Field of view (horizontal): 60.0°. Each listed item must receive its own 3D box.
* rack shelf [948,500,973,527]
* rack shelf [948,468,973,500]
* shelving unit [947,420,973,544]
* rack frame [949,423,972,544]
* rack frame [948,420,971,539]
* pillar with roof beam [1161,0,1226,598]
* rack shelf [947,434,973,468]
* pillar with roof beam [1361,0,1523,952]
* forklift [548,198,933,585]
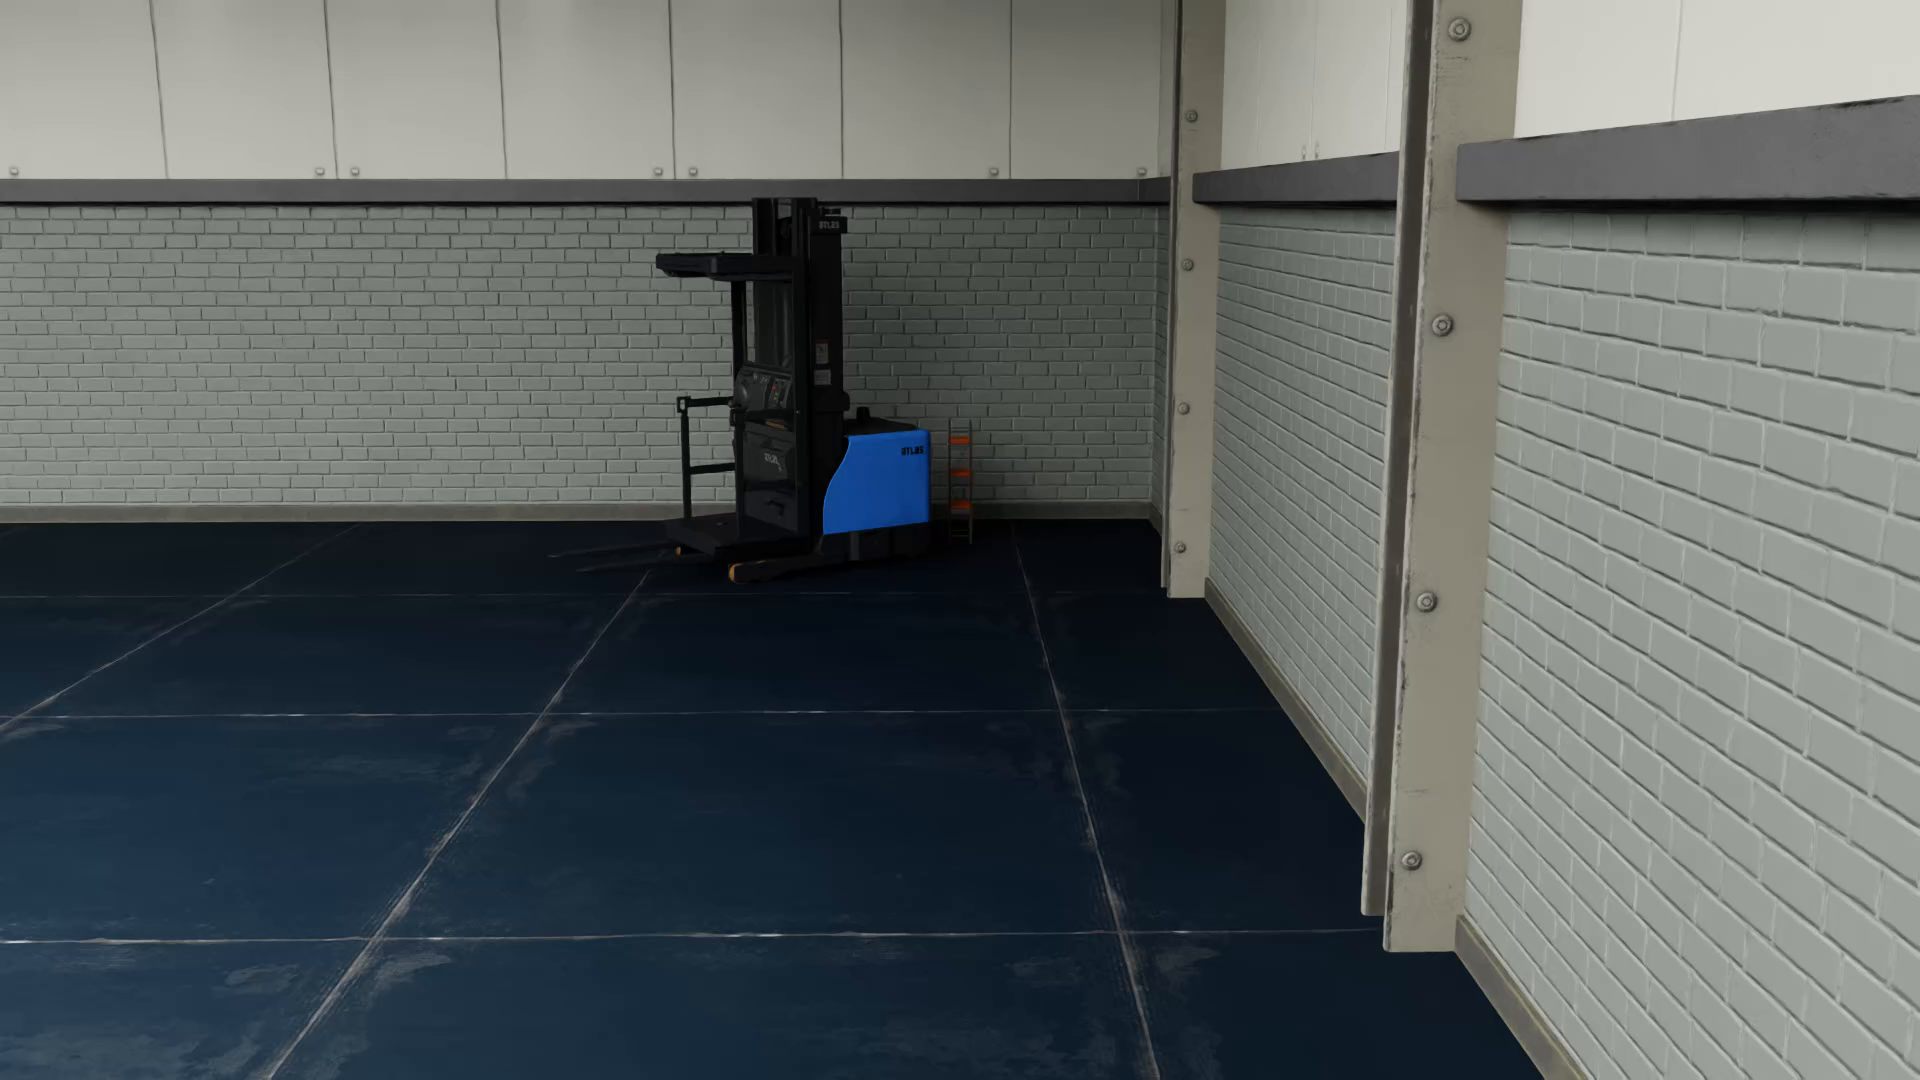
[{"bbox_3d":[0.001,-0.221,14.460,0.215,0.259,0.240,0,11,-1],"label":"rack shelf"},{"bbox_3d":[0.001,-0.494,14.404,0.215,0.259,0.240,0,11,-1],"label":"rack shelf"},{"bbox_3d":[0.001,-0.504,14.402,0.215,1.050,0.252,0,11,-1],"label":"shelving unit"},{"bbox_3d":[0.004,-0.480,14.283,0.200,1.050,0.008,0,11,-1],"label":"rack frame"},{"bbox_3d":[-0.001,-0.528,14.522,0.200,1.050,0.008,0,11,-1],"label":"rack frame"},{"bbox_3d":[-2.598,-4.002,11.651,9.100,9.000,0.400,0,11,-1],"label":"pillar with roof beam"},{"bbox_3d":[0.001,-0.772,14.348,0.215,0.259,0.240,0,11,-1],"label":"rack shelf"},{"bbox_3d":[-2.474,-2.809,5.772,9.100,9.000,0.400,0,11,-1],"label":"pillar with roof beam"},{"bbox_3d":[-1.739,-1.209,13.147,3.031,2.935,1.130,-7,14,-33],"label":"forklift"}]
